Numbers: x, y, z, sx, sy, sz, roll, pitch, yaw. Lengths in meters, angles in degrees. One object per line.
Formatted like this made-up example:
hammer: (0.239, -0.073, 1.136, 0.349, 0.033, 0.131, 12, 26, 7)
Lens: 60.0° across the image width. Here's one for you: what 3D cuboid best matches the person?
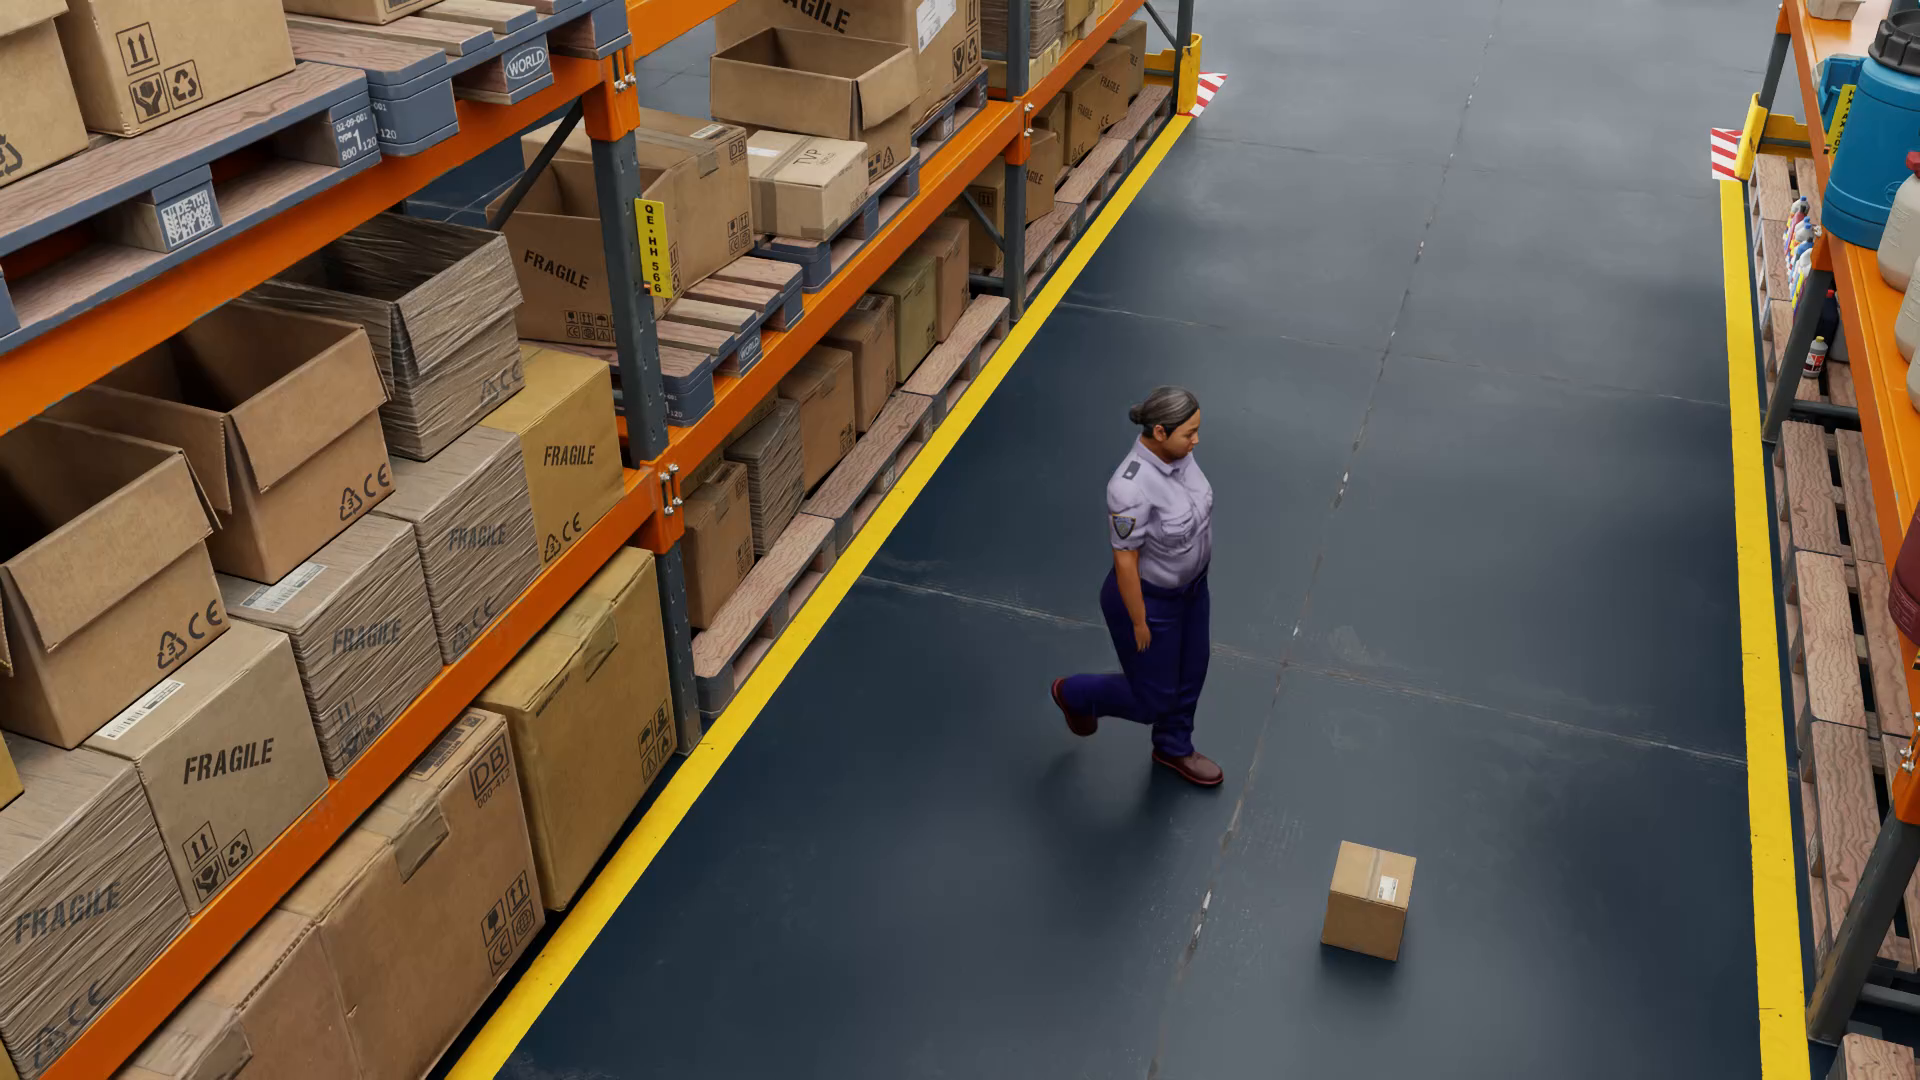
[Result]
person: (0.670, 0.173, 5.874, 0.642, 1.626, 0.509, 22, 40, 30)
